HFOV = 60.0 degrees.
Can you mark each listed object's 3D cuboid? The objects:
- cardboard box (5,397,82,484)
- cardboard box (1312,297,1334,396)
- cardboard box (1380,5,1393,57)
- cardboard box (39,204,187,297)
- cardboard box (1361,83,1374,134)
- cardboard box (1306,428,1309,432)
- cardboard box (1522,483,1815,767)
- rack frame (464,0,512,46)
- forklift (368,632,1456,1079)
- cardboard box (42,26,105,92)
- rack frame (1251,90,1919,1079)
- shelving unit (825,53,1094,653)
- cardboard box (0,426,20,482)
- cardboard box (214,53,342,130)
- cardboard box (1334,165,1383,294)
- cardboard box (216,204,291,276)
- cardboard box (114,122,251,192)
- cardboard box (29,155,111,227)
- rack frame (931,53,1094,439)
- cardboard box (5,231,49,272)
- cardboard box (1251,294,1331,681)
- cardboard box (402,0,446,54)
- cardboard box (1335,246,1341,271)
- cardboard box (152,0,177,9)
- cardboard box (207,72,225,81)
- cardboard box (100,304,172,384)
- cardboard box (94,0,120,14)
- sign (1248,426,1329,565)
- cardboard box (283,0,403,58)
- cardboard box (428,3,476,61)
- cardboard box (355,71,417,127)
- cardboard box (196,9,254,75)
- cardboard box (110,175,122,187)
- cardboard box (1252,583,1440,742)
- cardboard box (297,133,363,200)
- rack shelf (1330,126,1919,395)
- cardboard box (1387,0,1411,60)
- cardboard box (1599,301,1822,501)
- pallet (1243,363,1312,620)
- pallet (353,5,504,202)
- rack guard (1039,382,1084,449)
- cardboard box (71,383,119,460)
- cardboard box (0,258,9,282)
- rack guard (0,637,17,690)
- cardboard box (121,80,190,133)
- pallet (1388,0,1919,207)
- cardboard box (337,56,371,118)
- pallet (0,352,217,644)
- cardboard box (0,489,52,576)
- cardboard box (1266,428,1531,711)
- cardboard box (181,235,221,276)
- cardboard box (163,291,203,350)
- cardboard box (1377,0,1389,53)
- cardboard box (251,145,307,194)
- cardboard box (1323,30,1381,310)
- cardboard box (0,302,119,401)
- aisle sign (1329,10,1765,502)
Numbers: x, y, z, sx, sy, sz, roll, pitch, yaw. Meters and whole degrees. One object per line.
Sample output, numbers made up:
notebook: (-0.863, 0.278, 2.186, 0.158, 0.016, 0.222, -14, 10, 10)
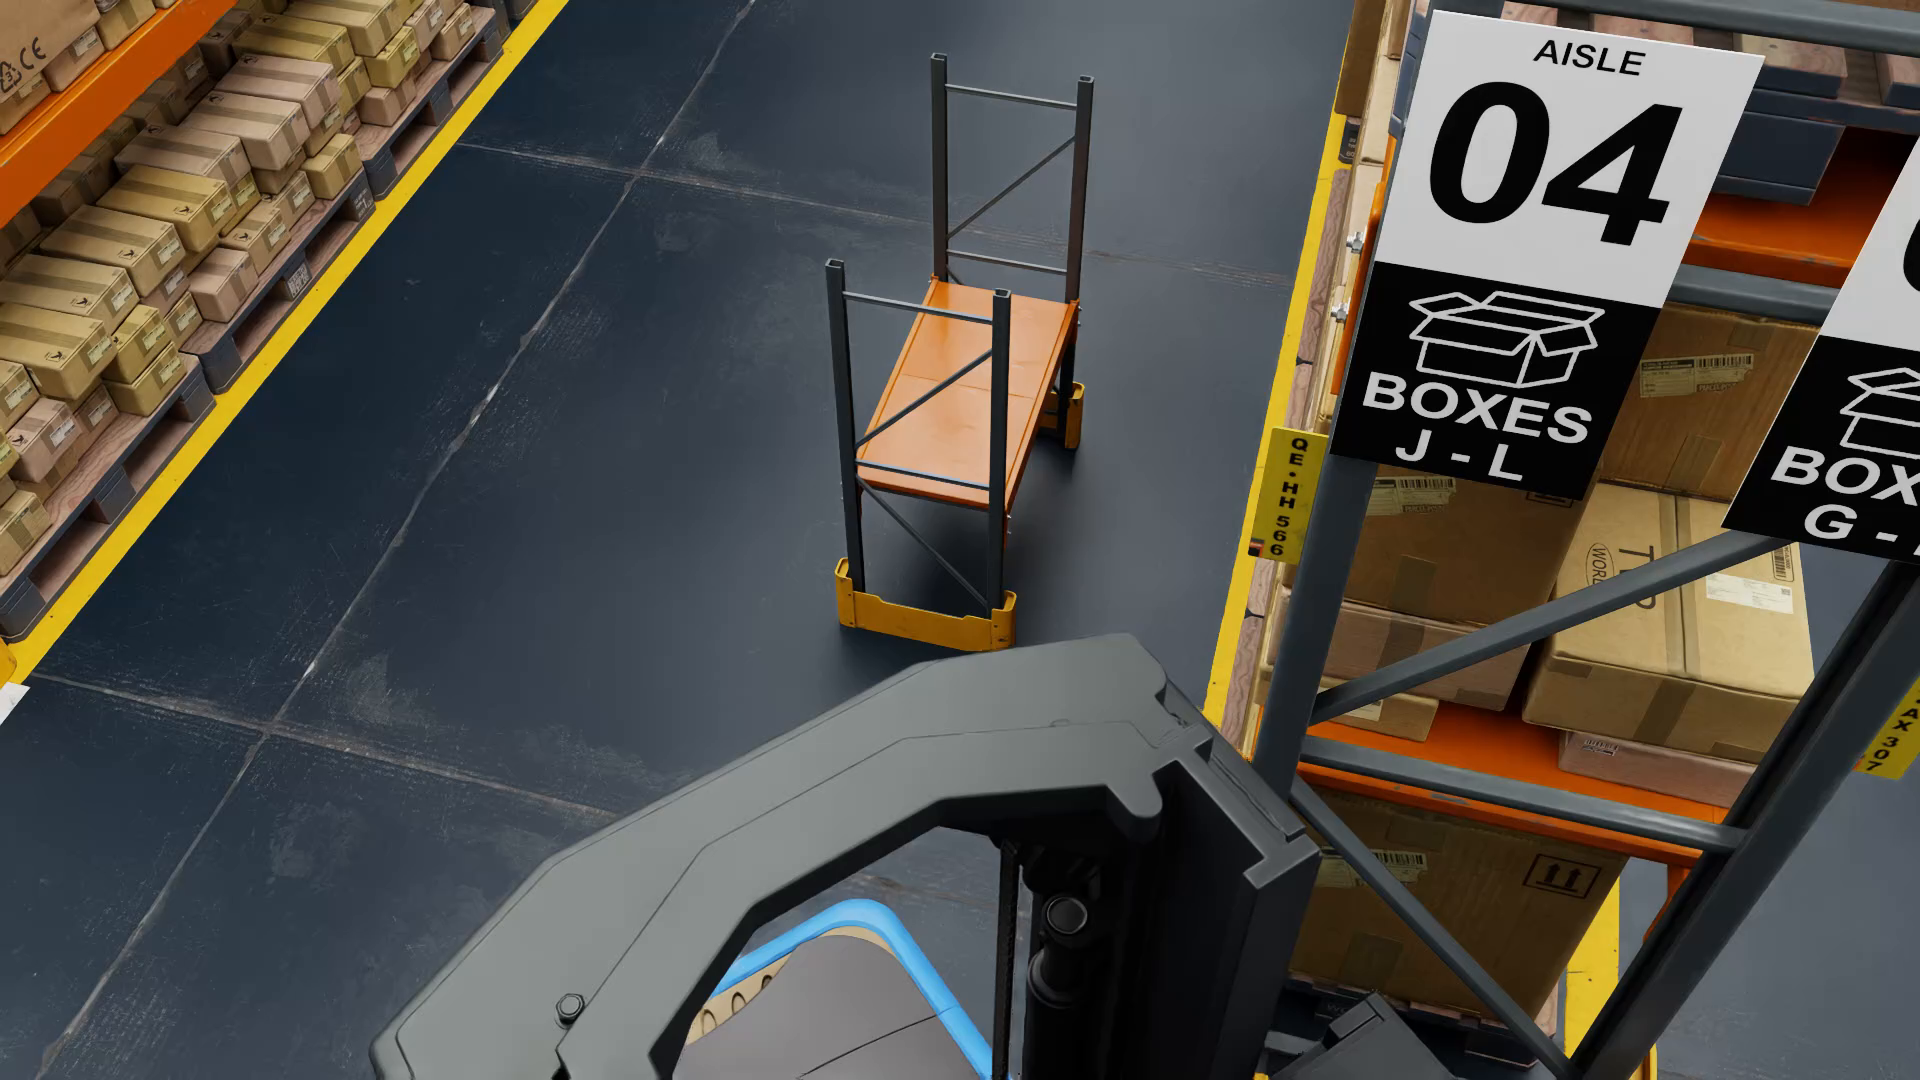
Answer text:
cardboard box: (-3.158, -0.354, 5.485, 0.380, 0.149, 0.250, 11, 50, 10)
cardboard box: (1.132, -0.472, 4.333, 0.380, 0.149, 0.250, 11, 49, 9)
cardboard box: (1.499, -1.413, 4.898, 0.500, 0.250, 0.500, 13, 50, 11)
cardboard box: (-2.990, -1.024, 5.878, 0.380, 0.149, 0.250, 13, 50, 12)
cardboard box: (1.402, -1.217, 4.991, 0.380, 0.149, 0.250, 12, 50, 10)
cardboard box: (0.999, -0.103, 4.008, 0.380, 0.149, 0.250, 12, 50, 10)
cardboard box: (1.476, 0.164, 3.506, 0.500, 0.250, 0.500, 10, 49, 9)
rack frame: (-2.617, -3.438, 6.784, 1.000, 3.000, 0.127, 12, 50, 10)
forklift: (0.214, 1.626, 2.360, 1.130, 2.935, 3.031, -26, 54, -21)
cardboard box: (-2.995, -1.587, 5.317, 0.380, 0.149, 0.250, 11, 49, 9)
rack frame: (1.089, 0.507, 3.302, 1.000, 3.000, 0.127, 12, 50, 10)
shelving unit: (0.020, -0.551, 5.236, 0.587, 1.500, 1.083, 12, 50, 10)
cardboard box: (-3.204, -0.250, 5.194, 0.380, 0.149, 0.250, 10, 49, 8)
cardboard box: (-2.673, -1.762, 6.529, 0.380, 0.149, 0.250, 9, 49, 8)
cardboard box: (1.228, -0.680, 4.251, 0.500, 0.250, 0.500, 10, 49, 9)
cardboard box: (-2.829, -1.178, 6.410, 0.380, 0.149, 0.250, 12, 50, 10)
cardboard box: (-2.903, -1.406, 6.215, 0.380, 0.149, 0.250, 12, 50, 10)
cardboard box: (-3.385, -1.302, 6.123, 0.380, 0.149, 0.250, 10, 49, 9)
rack frame: (0.156, -0.926, 5.567, 0.500, 1.500, 0.032, 12, 50, 10)
cardboard box: (-3.547, -1.031, 6.082, 0.380, 0.149, 0.250, 12, 50, 11)
cardboard box: (1.420, -0.066, 4.945, 0.875, 0.875, 0.875, 12, 50, 10)
cardboard box: (-2.452, -2.244, 7.153, 0.380, 0.149, 0.250, 9, 49, 8)
cardboard box: (1.268, -0.838, 4.657, 0.380, 0.149, 0.250, 12, 50, 11)
cardboard box: (-2.808, -1.957, 5.645, 0.380, 0.149, 0.250, 12, 50, 11)
cardboard box: (-3.104, -1.955, 6.897, 0.380, 0.149, 0.250, 9, 49, 8)
cardboard box: (-3.006, -0.713, 5.802, 0.380, 0.149, 0.250, 13, 50, 11)
cardboard box: (-2.899, -2.061, 5.303, 0.500, 0.500, 0.500, 10, 49, 9)
sign: (0.569, -0.072, 2.883, 0.100, 0.325, 0.005, 12, 50, 10)
cardboard box: (-2.547, -2.148, 6.870, 0.380, 0.149, 0.250, 11, 50, 10)
cardboard box: (-2.391, -2.283, 7.386, 0.380, 0.149, 0.250, 12, 50, 11)
cardboard box: (-2.548, -1.908, 7.055, 0.380, 0.149, 0.250, 10, 49, 9)
cardboard box: (-3.103, -2.049, 6.783, 0.380, 0.149, 0.250, 10, 49, 9)
cardboard box: (-3.416, -1.417, 6.423, 0.380, 0.149, 0.250, 12, 50, 10)
cardboard box: (0.865, 0.267, 3.681, 0.380, 0.149, 0.250, 12, 50, 11)
cardboard box: (-2.664, -1.534, 6.725, 0.380, 0.149, 0.250, 11, 50, 10)
rack shelf: (1.615, -1.694, 3.724, 1.077, 0.370, 4.000, 12, 50, 10)
cardboard box: (1.499, -1.656, 4.612, 0.500, 0.500, 0.500, 10, 49, 9)
cardboard box: (1.607, -0.446, 3.544, 0.500, 0.500, 0.500, 10, 49, 9)
pallet: (1.547, -0.044, 5.648, 1.003, 0.211, 1.213, 12, 50, 10)
pallet: (-2.759, -2.023, 7.395, 1.003, 0.211, 1.213, 12, 50, 10)
rack guard: (0.151, -0.498, 6.023, 0.587, 0.250, 0.087, 12, 50, 10)
cardboard box: (-3.174, -0.443, 5.762, 0.380, 0.149, 0.250, 12, 50, 10)
cardboard box: (-3.578, -0.928, 5.793, 0.380, 0.149, 0.250, 10, 49, 9)
rack guard: (-3.650, 0.227, 5.216, 1.175, 0.500, 0.348, 12, 50, 10)
cardboard box: (-3.241, -1.668, 6.446, 0.380, 0.149, 0.250, 10, 49, 8)
pallet: (1.274, -0.995, 2.686, 1.003, 0.211, 1.213, 12, 50, 10)
cardboard box: (-2.666, -1.884, 6.835, 0.380, 0.149, 0.250, 12, 50, 10)
pallet: (-3.402, -0.258, 5.837, 1.003, 0.211, 1.213, 12, 50, 10)
cardboard box: (-3.223, -0.057, 5.421, 0.380, 0.149, 0.250, 12, 50, 11)
cardboard box: (0.960, 0.055, 3.602, 0.500, 0.250, 0.500, 11, 49, 9)
cardboard box: (-2.997, -1.128, 6.168, 0.380, 0.149, 0.250, 14, 50, 12)
cardboard box: (-3.026, -0.810, 6.085, 0.380, 0.149, 0.250, 12, 50, 10)
cardboard box: (1.537, -1.584, 5.315, 0.380, 0.149, 0.250, 10, 49, 9)
cardboard box: (-2.805, -1.506, 6.502, 0.380, 0.149, 0.250, 9, 49, 8)
cardboard box: (1.891, -1.361, 6.087, 0.875, 0.875, 0.875, 12, 50, 10)
cardboard box: (-3.058, -0.630, 5.530, 0.380, 0.149, 0.250, 11, 50, 10)
aisle sign: (0.781, -0.361, 2.334, 0.394, 0.787, 0.004, 12, 50, 10)
